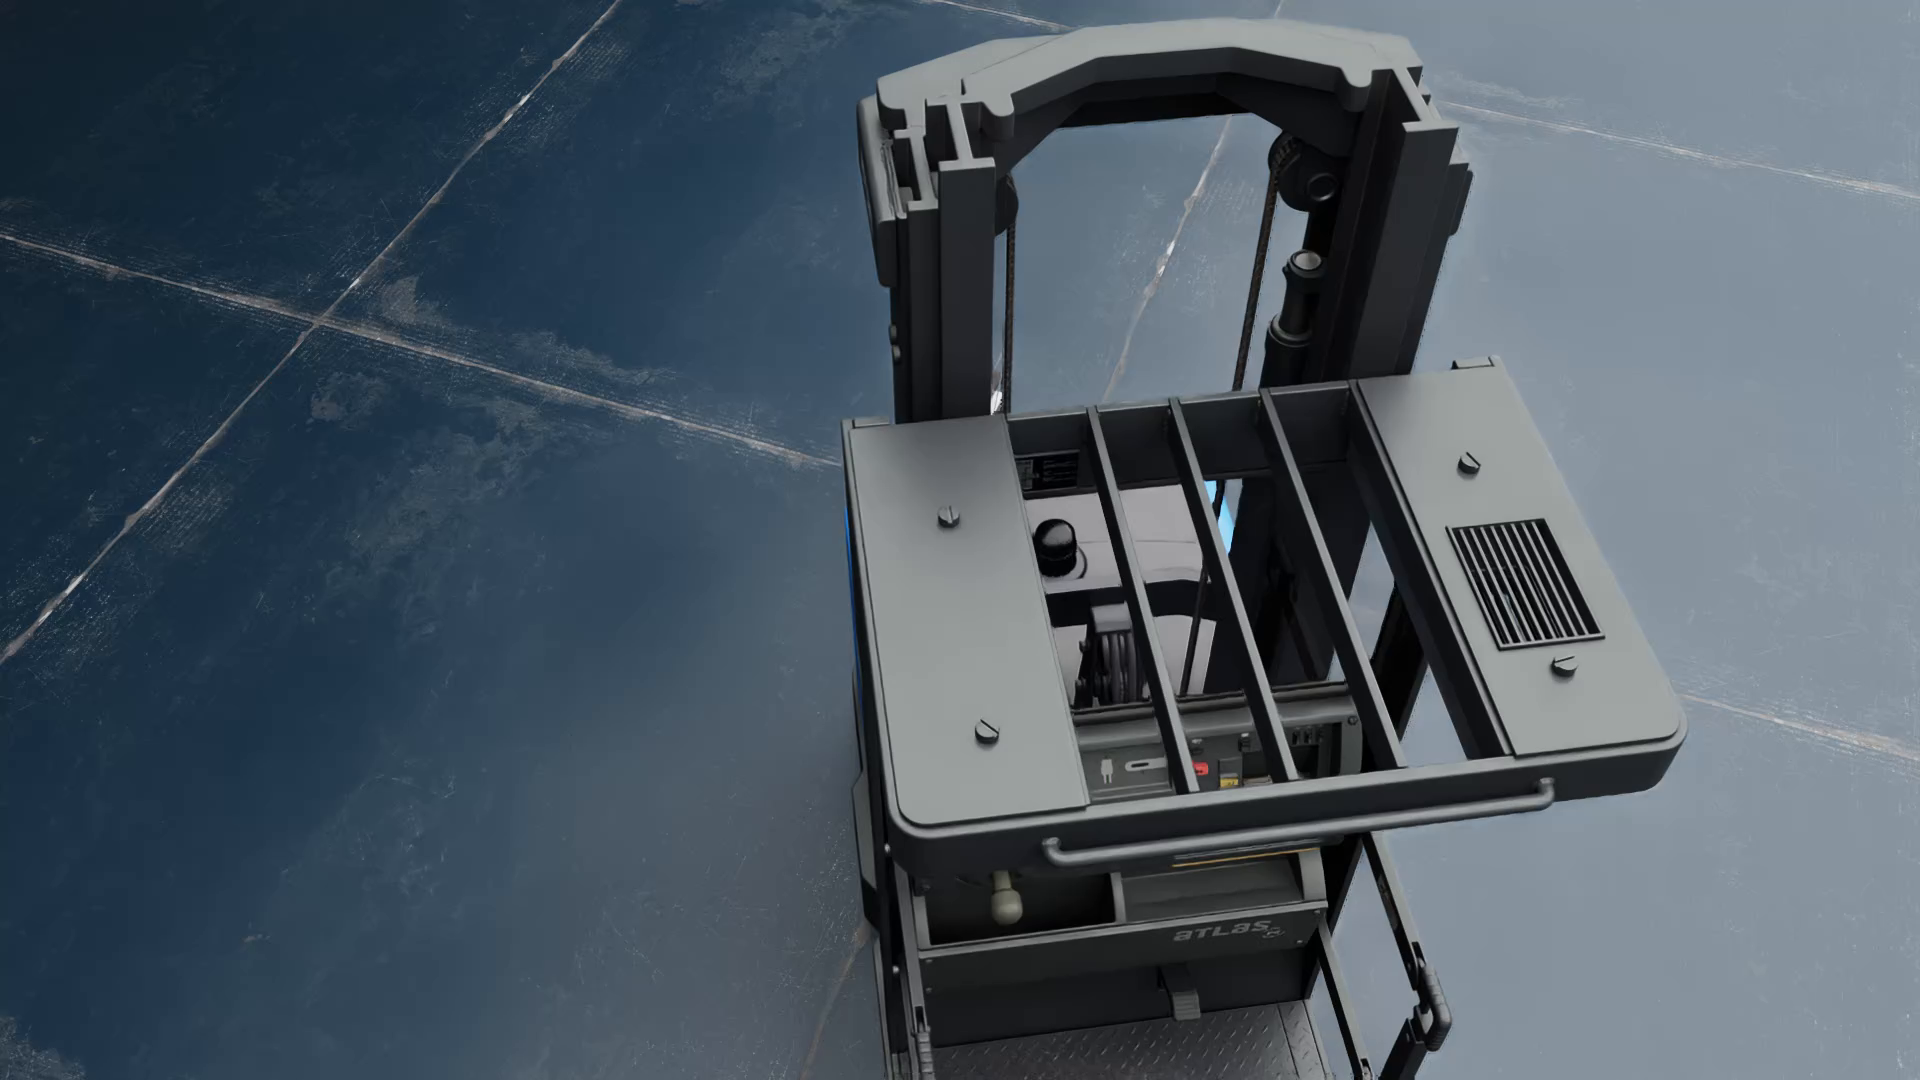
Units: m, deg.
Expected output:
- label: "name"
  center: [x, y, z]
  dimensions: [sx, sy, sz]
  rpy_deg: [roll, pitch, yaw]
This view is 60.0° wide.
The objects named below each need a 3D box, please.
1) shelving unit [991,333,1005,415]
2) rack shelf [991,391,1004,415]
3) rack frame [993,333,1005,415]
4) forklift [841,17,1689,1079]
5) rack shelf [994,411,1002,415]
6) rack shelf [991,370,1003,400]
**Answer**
- label: "shelving unit"
  center: [0.008, -0.293, 5.408]
  dimensions: [0.210, 0.900, 0.258]
  rpy_deg: [16, 51, 13]
- label: "rack shelf"
  center: [0.008, -0.389, 5.297]
  dimensions: [0.200, 0.077, 0.258]
  rpy_deg: [16, 51, 13]
- label: "rack frame"
  center: [0.103, -0.266, 5.385]
  dimensions: [0.006, 0.900, 0.240]
  rpy_deg: [16, 51, 13]
- label: "forklift"
  center: [0.389, 0.655, 3.242]
  dimensions: [1.130, 2.935, 3.031]
  rpy_deg: [-6, 49, -5]
- label: "rack shelf"
  center: [0.008, -0.330, 5.365]
  dimensions: [0.200, 0.077, 0.258]
  rpy_deg: [16, 51, 13]
- label: "rack shelf"
  center: [0.008, -0.448, 5.229]
  dimensions: [0.200, 0.077, 0.258]
  rpy_deg: [16, 51, 13]
